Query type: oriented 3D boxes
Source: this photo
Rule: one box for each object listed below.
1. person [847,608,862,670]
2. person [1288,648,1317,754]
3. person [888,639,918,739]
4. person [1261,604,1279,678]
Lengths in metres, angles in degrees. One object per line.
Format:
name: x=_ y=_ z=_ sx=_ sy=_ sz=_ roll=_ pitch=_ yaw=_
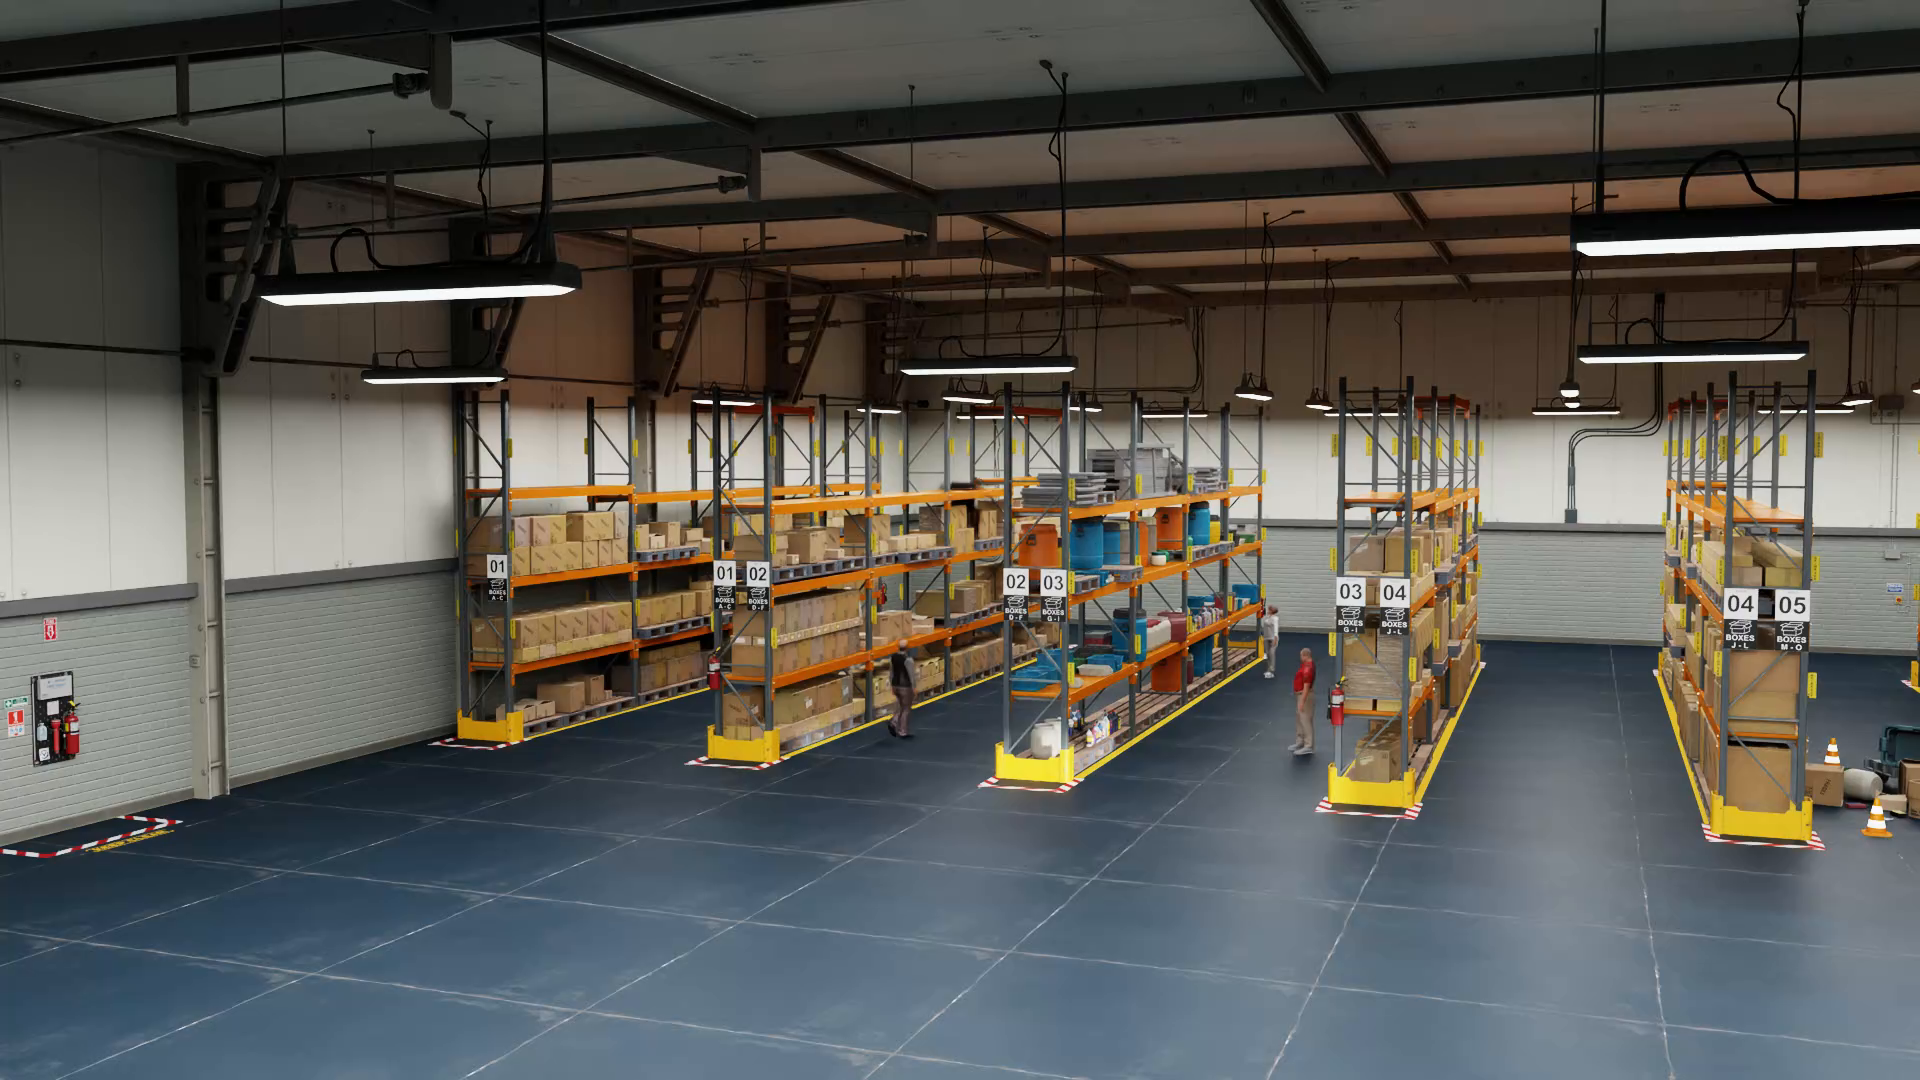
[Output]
person: x=-2.379 y=2.033 z=37.254 sx=0.628 sy=1.778 sz=0.515 roll=-2 pitch=4 yaw=-29
person: x=5.635 y=2.631 z=27.336 sx=0.454 sy=1.723 sz=0.597 roll=0 pitch=3 yaw=6
person: x=-0.977 y=2.554 z=28.569 sx=0.481 sy=1.713 sz=0.536 roll=-2 pitch=4 yaw=-35
person: x=6.760 y=2.202 z=36.463 sx=0.537 sy=1.594 sz=0.443 roll=-2 pitch=4 yaw=-36
